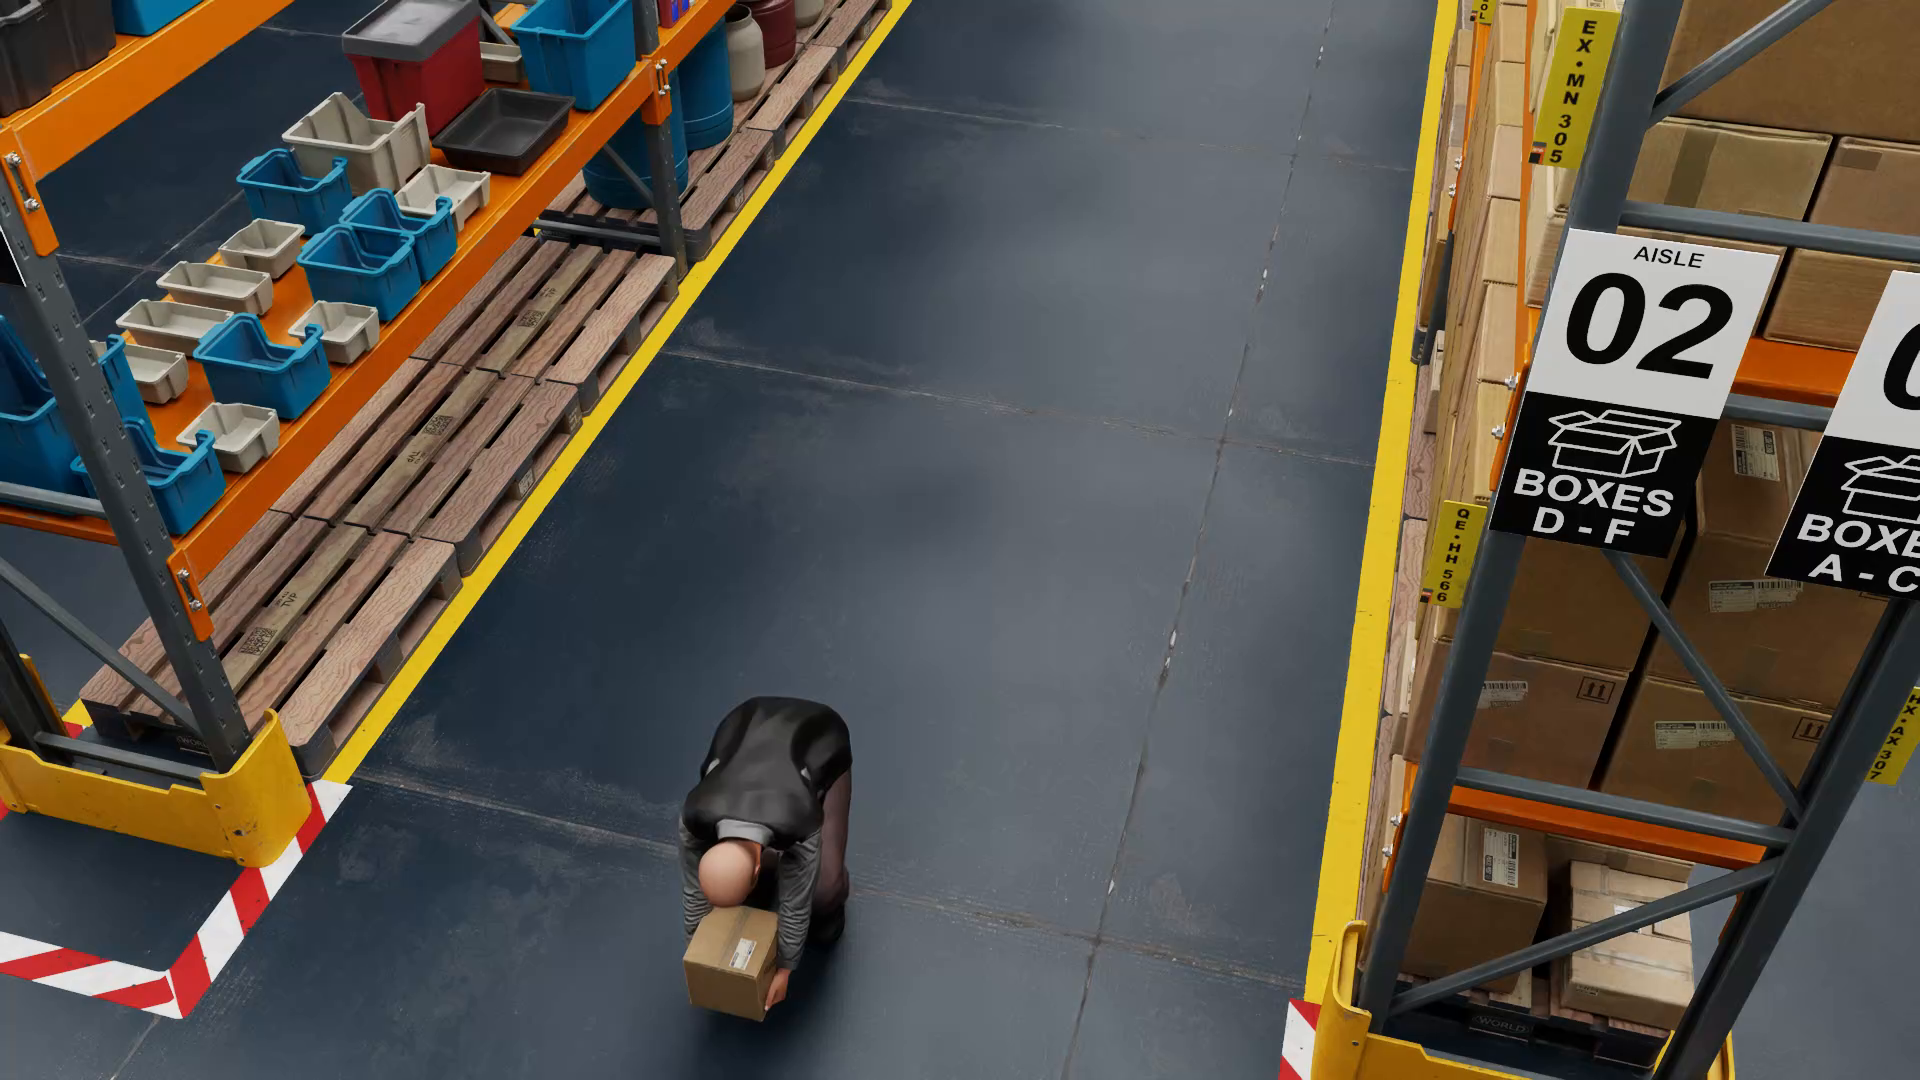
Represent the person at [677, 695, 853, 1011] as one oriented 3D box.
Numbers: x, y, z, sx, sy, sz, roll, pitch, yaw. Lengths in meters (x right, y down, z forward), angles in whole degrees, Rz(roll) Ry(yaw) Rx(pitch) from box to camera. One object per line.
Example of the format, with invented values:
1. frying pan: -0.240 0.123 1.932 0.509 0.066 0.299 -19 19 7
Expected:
1. person: -0.634 1.050 5.537 0.521 0.968 0.938 8 41 10
